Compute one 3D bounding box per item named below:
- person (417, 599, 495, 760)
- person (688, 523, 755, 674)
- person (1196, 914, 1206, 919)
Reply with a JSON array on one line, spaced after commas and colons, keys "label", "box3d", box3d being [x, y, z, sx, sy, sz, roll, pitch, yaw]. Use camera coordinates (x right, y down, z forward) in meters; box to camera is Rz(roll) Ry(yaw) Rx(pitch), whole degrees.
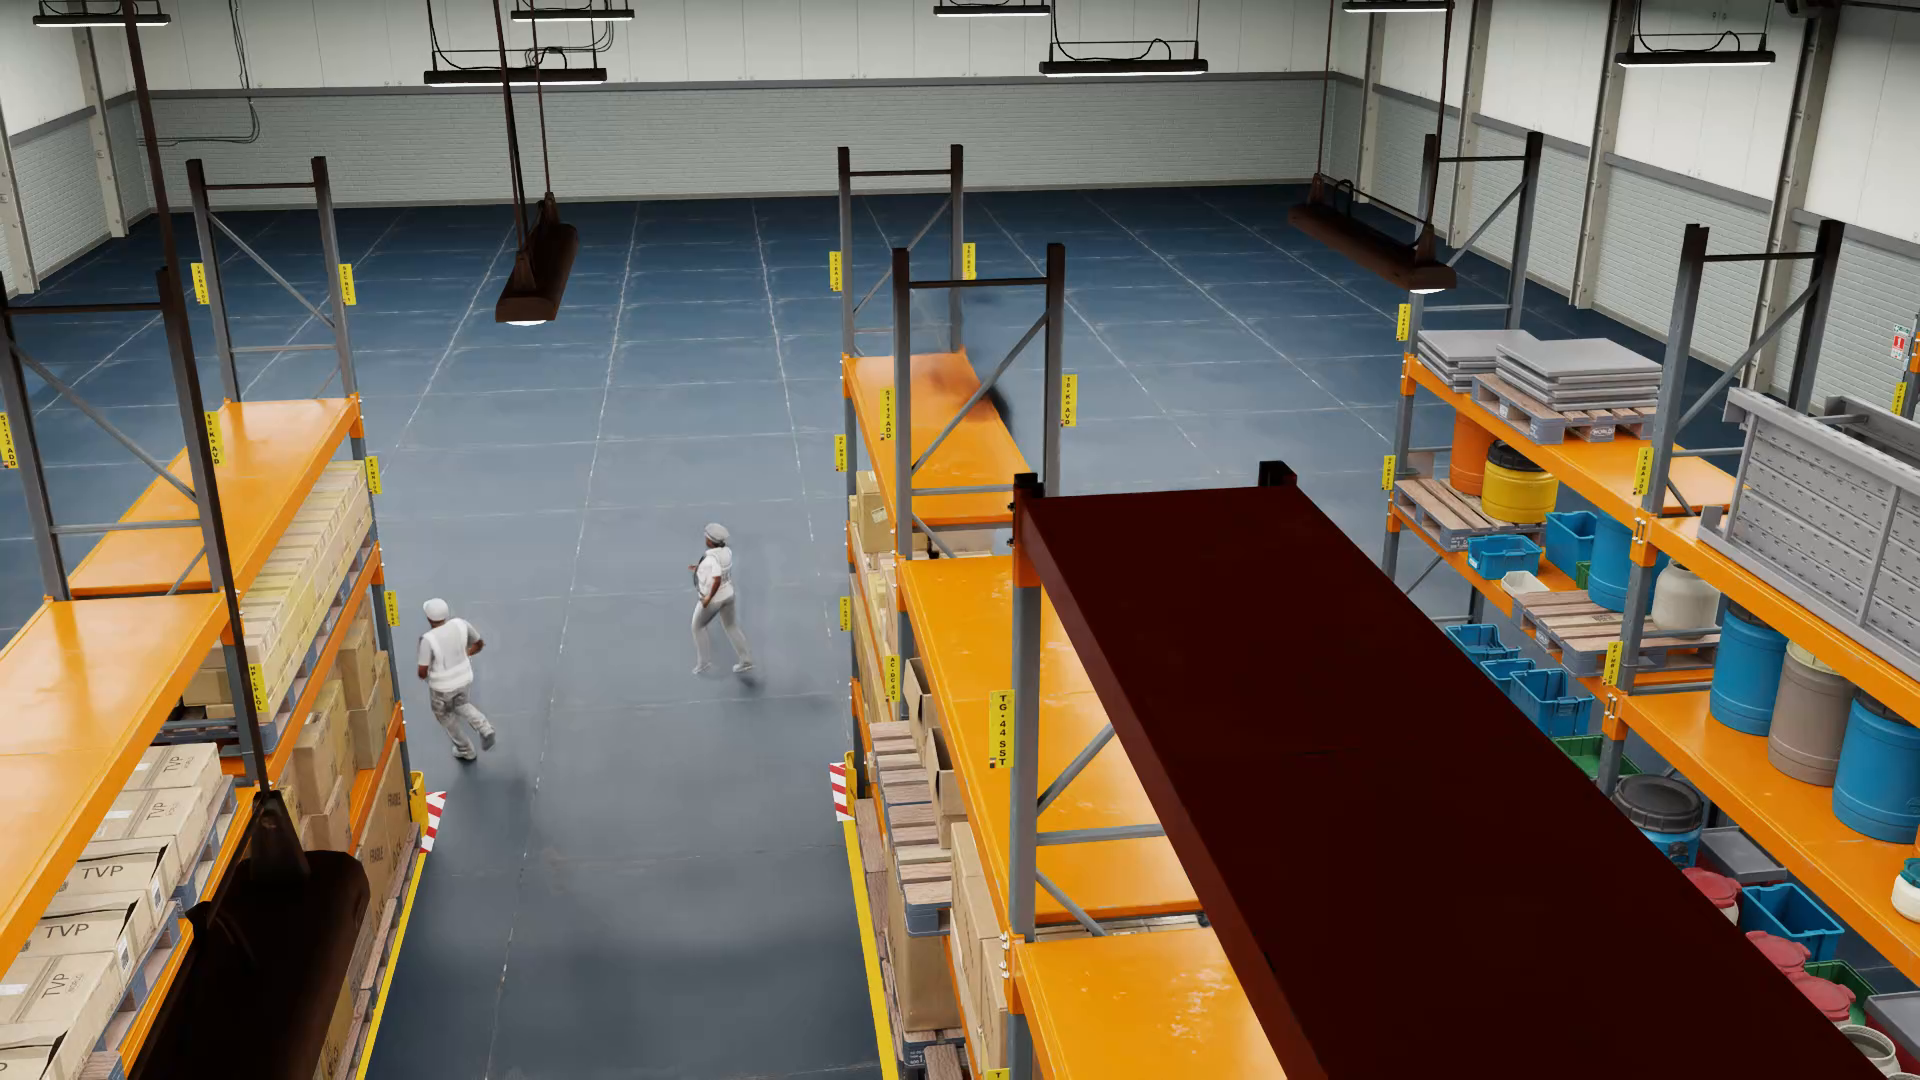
[{"label": "person", "box3d": [-4.846, 1.363, 15.866, 0.567, 1.733, 0.709, 17, 27, 37]}, {"label": "person", "box3d": [-2.580, 0.665, 17.669, 0.782, 1.757, 0.546, 14, 26, 31]}, {"label": "person", "box3d": [1.762, 2.267, 13.523, 0.617, 1.663, 0.938, -9, 23, -22]}]
